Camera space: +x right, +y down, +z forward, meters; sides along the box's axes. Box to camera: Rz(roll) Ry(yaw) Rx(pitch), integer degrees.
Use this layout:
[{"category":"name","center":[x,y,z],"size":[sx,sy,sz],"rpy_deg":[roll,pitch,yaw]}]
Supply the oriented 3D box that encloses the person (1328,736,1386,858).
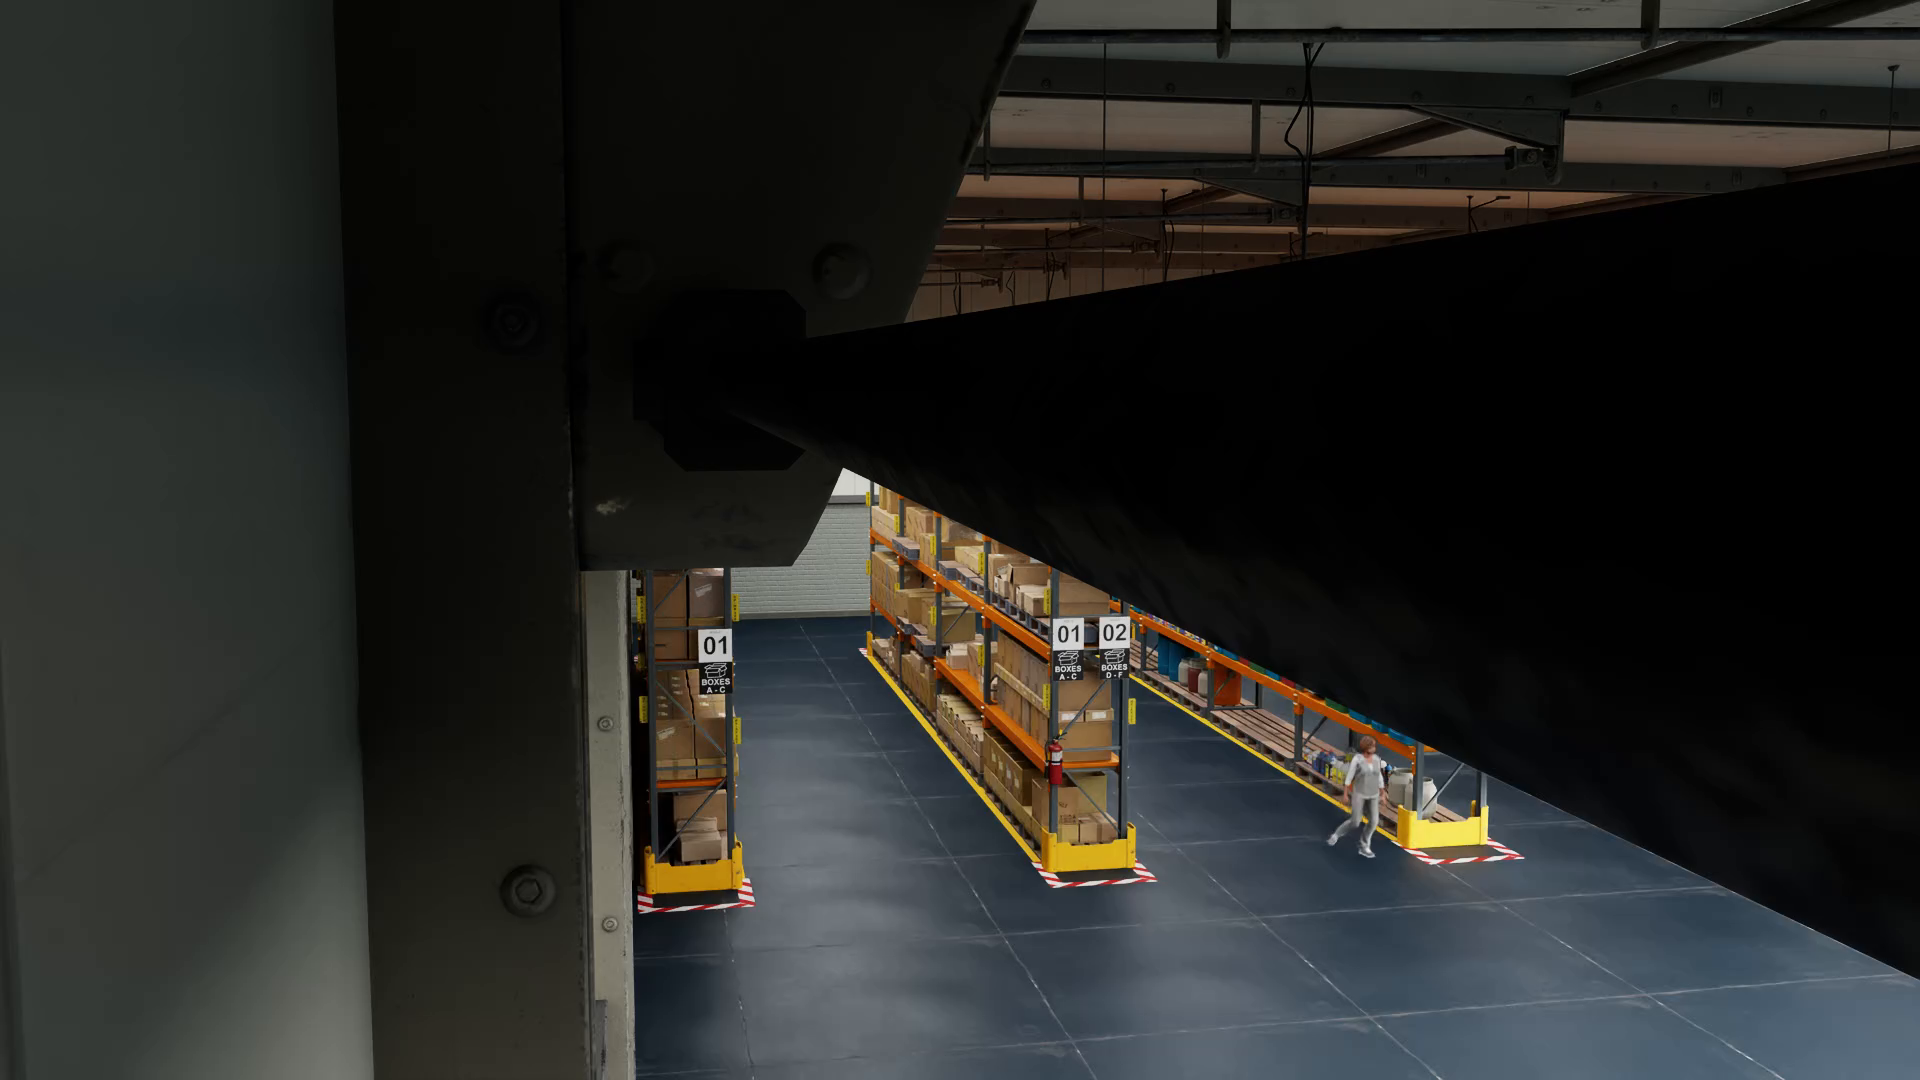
[{"category":"person","center":[5.126,3.299,21.489],"size":[0.603,1.556,0.536],"rpy_deg":[-2,6,-17]}]
